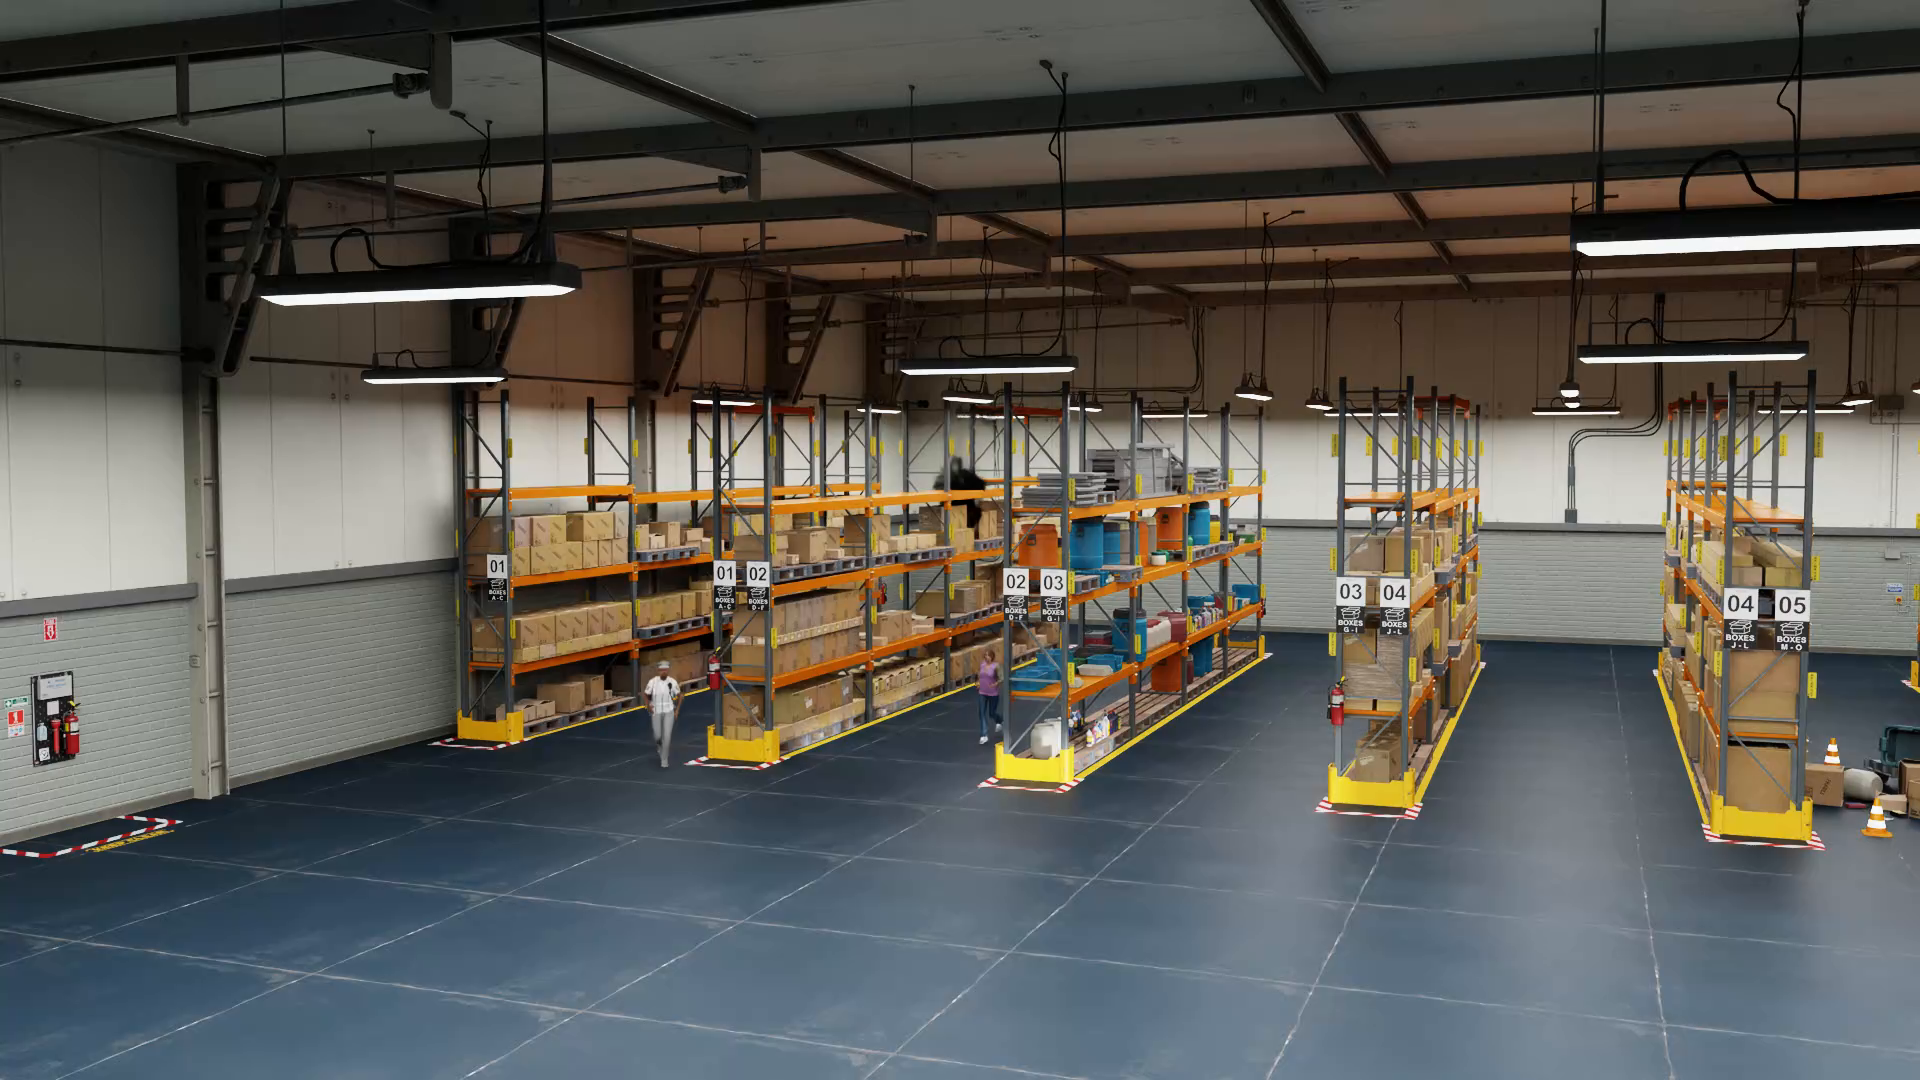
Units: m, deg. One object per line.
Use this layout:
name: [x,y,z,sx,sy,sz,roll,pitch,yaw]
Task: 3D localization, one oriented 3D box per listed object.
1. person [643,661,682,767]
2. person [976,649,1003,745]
person: [-4.708,2.734,26.357,0.610,1.669,0.523,0,3,-8]
person: [0.517,2.647,28.433,0.541,1.598,0.779,1,3,23]
